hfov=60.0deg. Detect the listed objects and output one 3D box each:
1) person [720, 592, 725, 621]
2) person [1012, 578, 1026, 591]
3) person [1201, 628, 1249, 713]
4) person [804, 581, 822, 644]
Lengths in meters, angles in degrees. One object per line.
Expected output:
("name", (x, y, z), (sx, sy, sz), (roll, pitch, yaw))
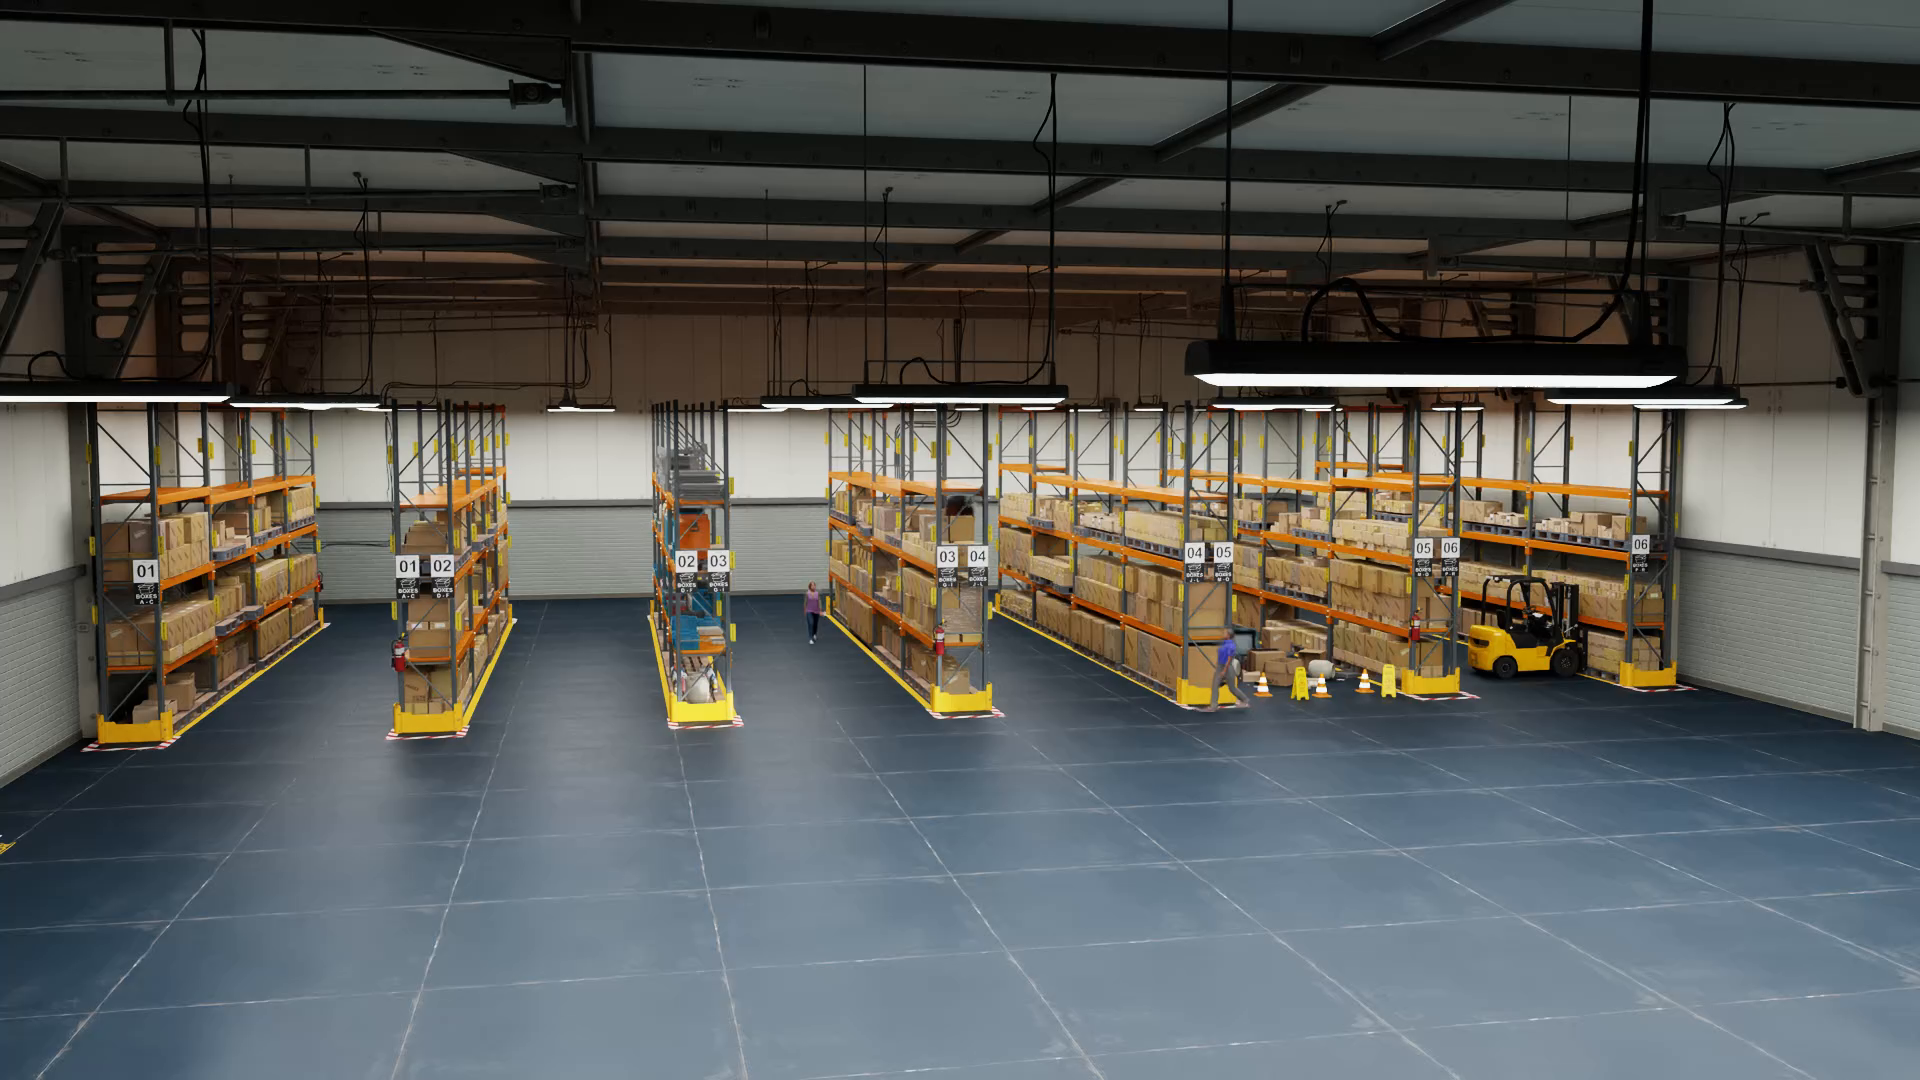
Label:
("person", (-6.656, 1.349, 46.247), (0.566, 1.788, 0.575), (2, 5, 29))
("person", (1.887, 1.051, 50.234), (0.594, 1.786, 0.522), (-1, 4, -15))
("person", (5.118, 2.503, 31.982), (0.941, 1.613, 0.419), (-3, 5, -35))
("person", (-3.696, 1.805, 41.786), (0.450, 1.541, 0.962), (-1, 4, -11))
